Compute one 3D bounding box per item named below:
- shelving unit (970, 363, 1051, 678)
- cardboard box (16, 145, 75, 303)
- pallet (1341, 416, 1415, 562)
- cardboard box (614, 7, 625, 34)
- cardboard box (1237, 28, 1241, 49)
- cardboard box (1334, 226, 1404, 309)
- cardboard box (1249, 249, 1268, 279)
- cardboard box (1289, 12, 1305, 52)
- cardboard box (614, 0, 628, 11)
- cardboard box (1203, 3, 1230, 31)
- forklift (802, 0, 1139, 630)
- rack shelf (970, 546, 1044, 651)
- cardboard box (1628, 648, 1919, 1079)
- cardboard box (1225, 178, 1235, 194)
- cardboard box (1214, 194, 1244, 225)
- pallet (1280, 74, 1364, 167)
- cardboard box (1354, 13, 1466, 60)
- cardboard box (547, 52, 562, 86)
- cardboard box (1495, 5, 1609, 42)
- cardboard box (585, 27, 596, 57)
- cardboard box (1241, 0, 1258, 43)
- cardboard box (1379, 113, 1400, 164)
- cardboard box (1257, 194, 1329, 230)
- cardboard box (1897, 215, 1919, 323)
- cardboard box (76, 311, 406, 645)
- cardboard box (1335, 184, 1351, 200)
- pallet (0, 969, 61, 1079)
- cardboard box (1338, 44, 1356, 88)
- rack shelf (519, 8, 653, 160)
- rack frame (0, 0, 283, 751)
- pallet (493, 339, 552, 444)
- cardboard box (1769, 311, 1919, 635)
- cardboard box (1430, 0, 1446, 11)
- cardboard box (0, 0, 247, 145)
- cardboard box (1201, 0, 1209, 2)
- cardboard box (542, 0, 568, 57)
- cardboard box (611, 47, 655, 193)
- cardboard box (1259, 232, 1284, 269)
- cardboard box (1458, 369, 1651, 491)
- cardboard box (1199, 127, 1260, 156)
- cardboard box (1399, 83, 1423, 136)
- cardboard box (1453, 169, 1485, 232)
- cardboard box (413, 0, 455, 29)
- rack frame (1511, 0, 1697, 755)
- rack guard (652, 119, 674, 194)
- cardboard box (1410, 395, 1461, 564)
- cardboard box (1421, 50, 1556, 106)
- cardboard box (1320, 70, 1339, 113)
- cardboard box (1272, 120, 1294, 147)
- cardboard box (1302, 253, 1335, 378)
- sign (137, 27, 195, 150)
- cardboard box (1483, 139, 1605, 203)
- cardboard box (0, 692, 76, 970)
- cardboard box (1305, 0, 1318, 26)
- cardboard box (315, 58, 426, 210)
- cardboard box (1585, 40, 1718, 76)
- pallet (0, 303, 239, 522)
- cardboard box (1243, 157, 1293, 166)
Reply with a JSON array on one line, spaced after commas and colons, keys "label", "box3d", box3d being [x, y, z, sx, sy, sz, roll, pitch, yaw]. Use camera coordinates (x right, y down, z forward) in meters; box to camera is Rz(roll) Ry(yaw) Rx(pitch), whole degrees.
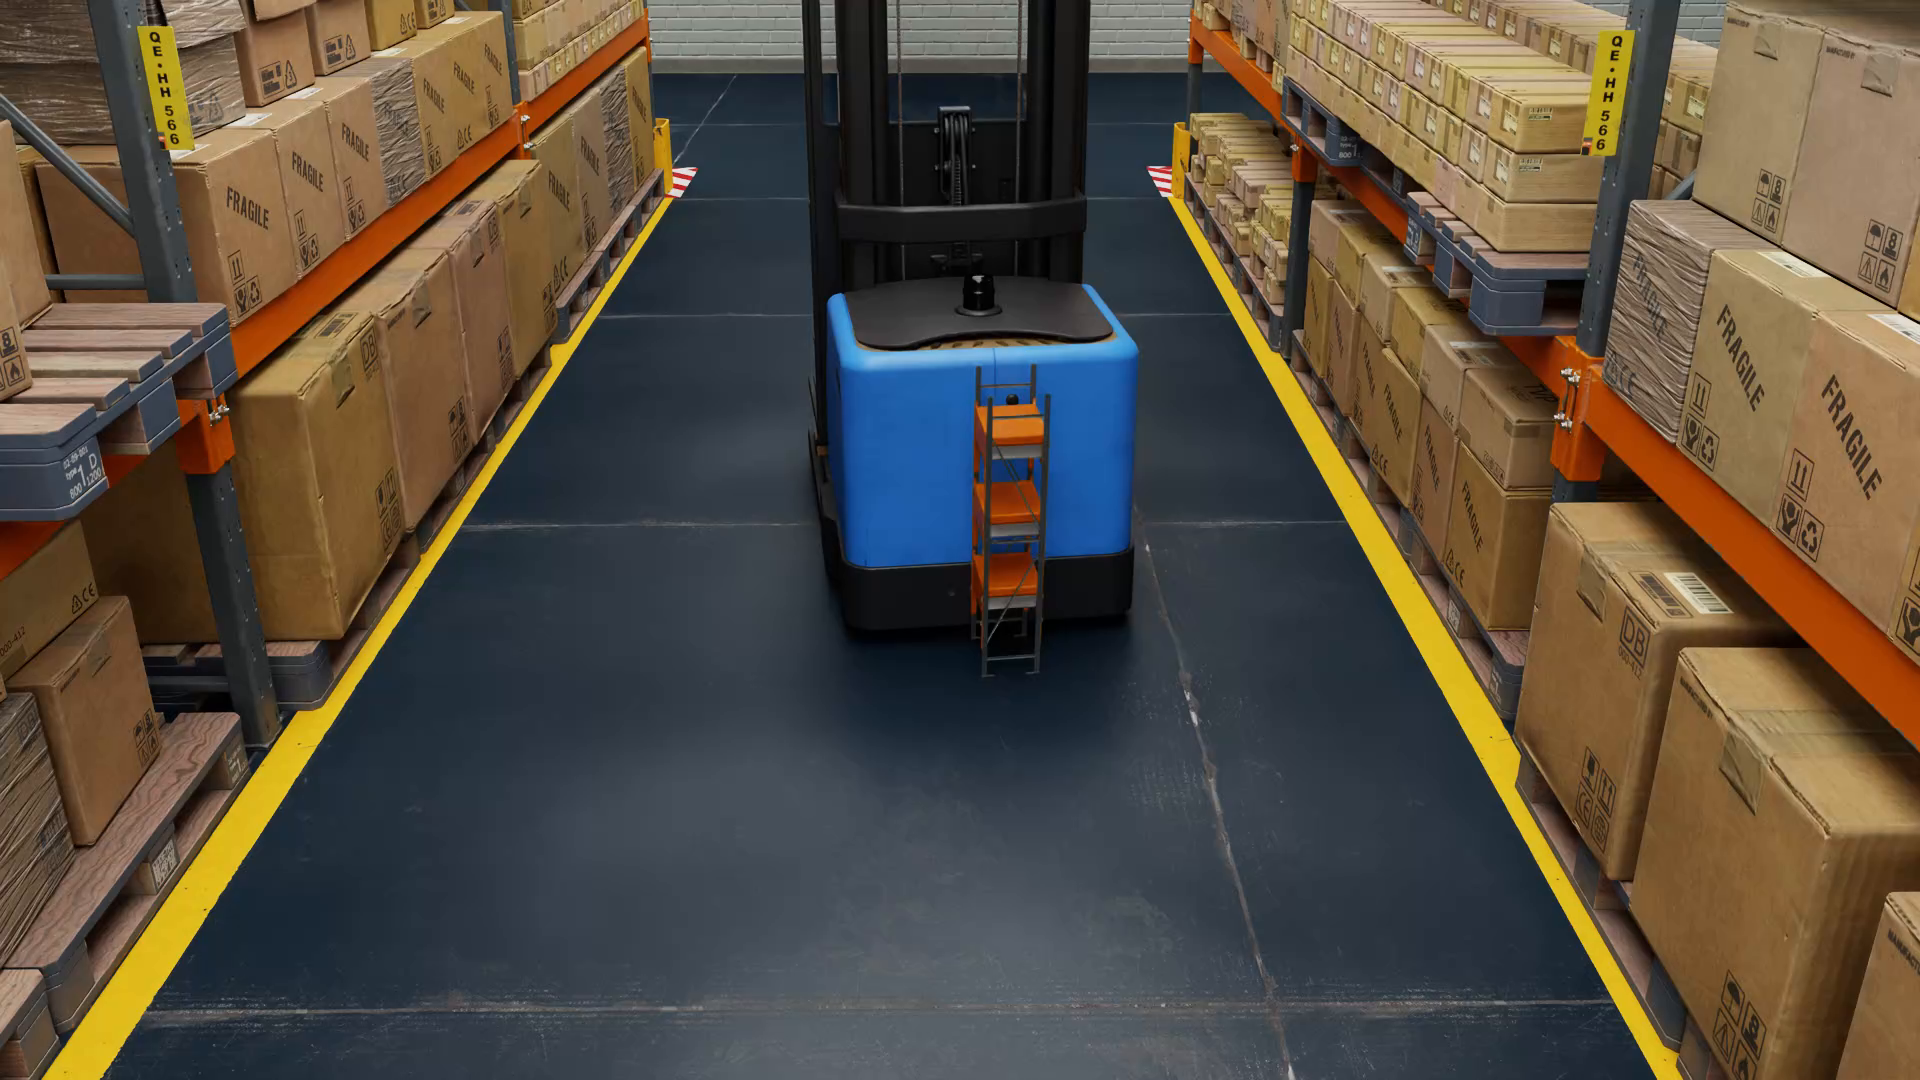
[{"label": "shelving unit", "box3d": [0.162, -0.053, 5.570, 0.215, 1.050, 0.252, -3, 29, -7]}, {"label": "cardboard box", "box3d": [-2.945, -0.969, 5.132, 0.500, 0.500, 0.500, 0, 24, 1]}, {"label": "pallet", "box3d": [2.252, -0.255, 7.058, 1.003, 0.211, 1.213, 0, 24, -1]}, {"label": "cardboard box", "box3d": [-2.438, -3.444, 11.031, 0.380, 0.149, 0.250, 0, 24, 0]}, {"label": "cardboard box", "box3d": [1.926, -3.107, 10.284, 0.380, 0.149, 0.250, 1, 24, 1]}, {"label": "cardboard box", "box3d": [1.978, -1.219, 7.420, 0.500, 0.250, 0.500, 0, 24, 1]}, {"label": "cardboard box", "box3d": [1.894, -1.619, 9.640, 0.380, 0.149, 0.250, -1, 24, -2]}, {"label": "cardboard box", "box3d": [1.770, -2.398, 7.847, 0.380, 0.149, 0.250, 0, 24, 0]}, {"label": "cardboard box", "box3d": [-2.503, -3.678, 11.063, 0.500, 0.250, 0.500, -1, 24, -1]}, {"label": "cardboard box", "box3d": [1.851, -3.534, 11.228, 0.380, 0.149, 0.250, -1, 24, -2]}, {"label": "forklift", "box3d": [-0.085, -1.592, 6.714, 1.130, 2.935, 3.031, -3, 25, -7]}, {"label": "rack shelf", "box3d": [0.158, 0.199, 5.711, 0.215, 0.259, 0.240, -3, 29, -7]}, {"label": "cardboard box", "box3d": [2.199, 0.743, 3.687, 1.050, 0.750, 0.750, 0, 24, 0]}, {"label": "cardboard box", "box3d": [1.961, -2.381, 10.963, 0.380, 0.149, 0.250, -1, 24, -3]}, {"label": "cardboard box", "box3d": [1.869, -2.150, 10.815, 0.380, 0.149, 0.250, -1, 24, -3]}, {"label": "pallet", "box3d": [2.089, -1.947, 7.649, 1.003, 0.211, 1.213, 0, 24, -1]}, {"label": "cardboard box", "box3d": [1.785, -2.001, 6.608, 0.380, 0.149, 0.250, 1, 24, 1]}, {"label": "cardboard box", "box3d": [-2.412, -2.596, 9.154, 0.380, 0.149, 0.250, 1, 24, 1]}, {"label": "cardboard box", "box3d": [2.432, -2.107, 6.842, 0.380, 0.149, 0.250, -1, 24, -2]}, {"label": "cardboard box", "box3d": [-2.424, -3.021, 10.095, 0.380, 0.149, 0.250, -1, 24, -2]}, {"label": "cardboard box", "box3d": [1.929, -3.149, 9.589, 0.500, 0.500, 0.500, 0, 24, -1]}, {"label": "cardboard box", "box3d": [1.796, -1.509, 6.241, 0.380, 0.149, 0.250, 0, 24, 1]}, {"label": "cardboard box", "box3d": [1.909, -1.867, 9.466, 0.380, 0.149, 0.250, 0, 24, -1]}, {"label": "cardboard box", "box3d": [2.279, -0.599, 3.099, 0.700, 0.500, 0.500, -1, 24, -1]}, {"label": "cardboard box", "box3d": [-2.678, -0.229, 5.686, 1.225, 0.875, 0.875, -1, 24, -3]}, {"label": "cardboard box", "box3d": [2.408, -1.982, 9.720, 0.380, 0.149, 0.250, -1, 24, -2]}, {"label": "pallet", "box3d": [-2.674, 1.372, 3.459, 1.003, 0.211, 1.213, 0, 24, -1]}, {"label": "cardboard box", "box3d": [1.787, -1.967, 6.894, 0.380, 0.149, 0.250, 1, 24, 2]}, {"label": "rack shelf", "box3d": [-2.757, -2.866, 10.320, 1.077, 0.370, 4.000, 0, 24, -1]}, {"label": "rack frame", "box3d": [-2.691, -0.722, 4.705, 1.000, 3.000, 0.127, 0, 24, -1]}, {"label": "pallet", "box3d": [-2.651, -0.782, 8.222, 1.003, 0.211, 1.213, 0, 24, -1]}, {"label": "cardboard box", "box3d": [2.018, -0.144, 3.308, 0.500, 0.500, 0.500, 0, 24, -1]}, {"label": "cardboard box", "box3d": [2.425, -2.534, 7.786, 0.380, 0.149, 0.250, 1, 24, 2]}, {"label": "cardboard box", "box3d": [-2.683, -1.526, 5.144, 0.797, 0.503, 0.637, 1, 24, 1]}, {"label": "cardboard box", "box3d": [1.911, -3.994, 11.458, 0.500, 0.500, 0.500, 1, 24, 2]}, {"label": "cardboard box", "box3d": [-2.479, -2.837, 9.203, 0.500, 0.250, 0.500, 0, 24, -1]}, {"label": "cardboard box", "box3d": [-2.692, -2.978, 11.763, 0.875, 0.875, 0.875, 0, 24, -1]}, {"label": "cardboard box", "box3d": [1.889, -1.618, 9.277, 0.380, 0.149, 0.250, -1, 24, -3]}, {"label": "cardboard box", "box3d": [2.000, -0.377, 5.557, 0.500, 0.250, 0.500, -1, 24, -2]}, {"label": "cardboard box", "box3d": [1.846, -2.727, 11.368, 0.380, 0.149, 0.250, 0, 24, -1]}, {"label": "cardboard box", "box3d": [1.796, -1.540, 5.950, 0.380, 0.149, 0.250, 0, 24, -1]}, {"label": "cardboard box", "box3d": [1.803, -1.083, 5.299, 0.380, 0.149, 0.250, 0, 24, -1]}, {"label": "cardboard box", "box3d": [-2.720, -2.609, 7.541, 0.797, 0.503, 0.637, -1, 24, -2]}, {"label": "rack frame", "box3d": [2.269, -0.702, 4.663, 1.000, 3.000, 0.127, 0, 24, -1]}, {"label": "rack guard", "box3d": [-2.779, -2.889, 12.531, 1.175, 0.500, 0.348, 0, 24, -1]}, {"label": "cardboard box", "box3d": [1.999, -0.239, 6.161, 0.500, 0.500, 0.500, 1, 24, 2]}, {"label": "cardboard box", "box3d": [1.796, -1.571, 5.658, 0.380, 0.149, 0.250, 0, 24, 1]}, {"label": "cardboard box", "box3d": [1.779, -1.942, 7.200, 0.380, 0.149, 0.250, 0, 24, 0]}, {"label": "cardboard box", "box3d": [2.386, -2.841, 11.620, 0.380, 0.149, 0.250, 0, 24, 0]}, {"label": "cardboard box", "box3d": [1.969, -1.097, 8.060, 0.500, 0.500, 0.500, 1, 24, 1]}, {"label": "sign", "box3d": [-2.149, -1.219, 4.497, 0.100, 0.325, 0.005, 0, 24, -1]}, {"label": "cardboard box", "box3d": [1.809, -1.116, 5.012, 0.380, 0.149, 0.250, 0, 24, 1]}, {"label": "cardboard box", "box3d": [-2.645, 0.721, 4.014, 0.700, 0.500, 0.500, -2, 24, -5]}, {"label": "cardboard box", "box3d": [1.779, -2.419, 7.532, 0.380, 0.149, 0.250, 0, 24, 1]}, {"label": "cardboard box", "box3d": [-2.445, -1.598, 6.522, 0.500, 0.500, 0.500, 0, 24, 0]}, {"label": "cardboard box", "box3d": [2.447, -1.674, 5.884, 0.380, 0.149, 0.250, 1, 24, 2]}, {"label": "pallet", "box3d": [-2.577, -0.341, 4.097, 1.213, 0.211, 1.003, 0, 24, -1]}, {"label": "cardboard box", "box3d": [1.981, -2.299, 10.422, 0.380, 0.149, 0.250, 0, 24, 0]}]
